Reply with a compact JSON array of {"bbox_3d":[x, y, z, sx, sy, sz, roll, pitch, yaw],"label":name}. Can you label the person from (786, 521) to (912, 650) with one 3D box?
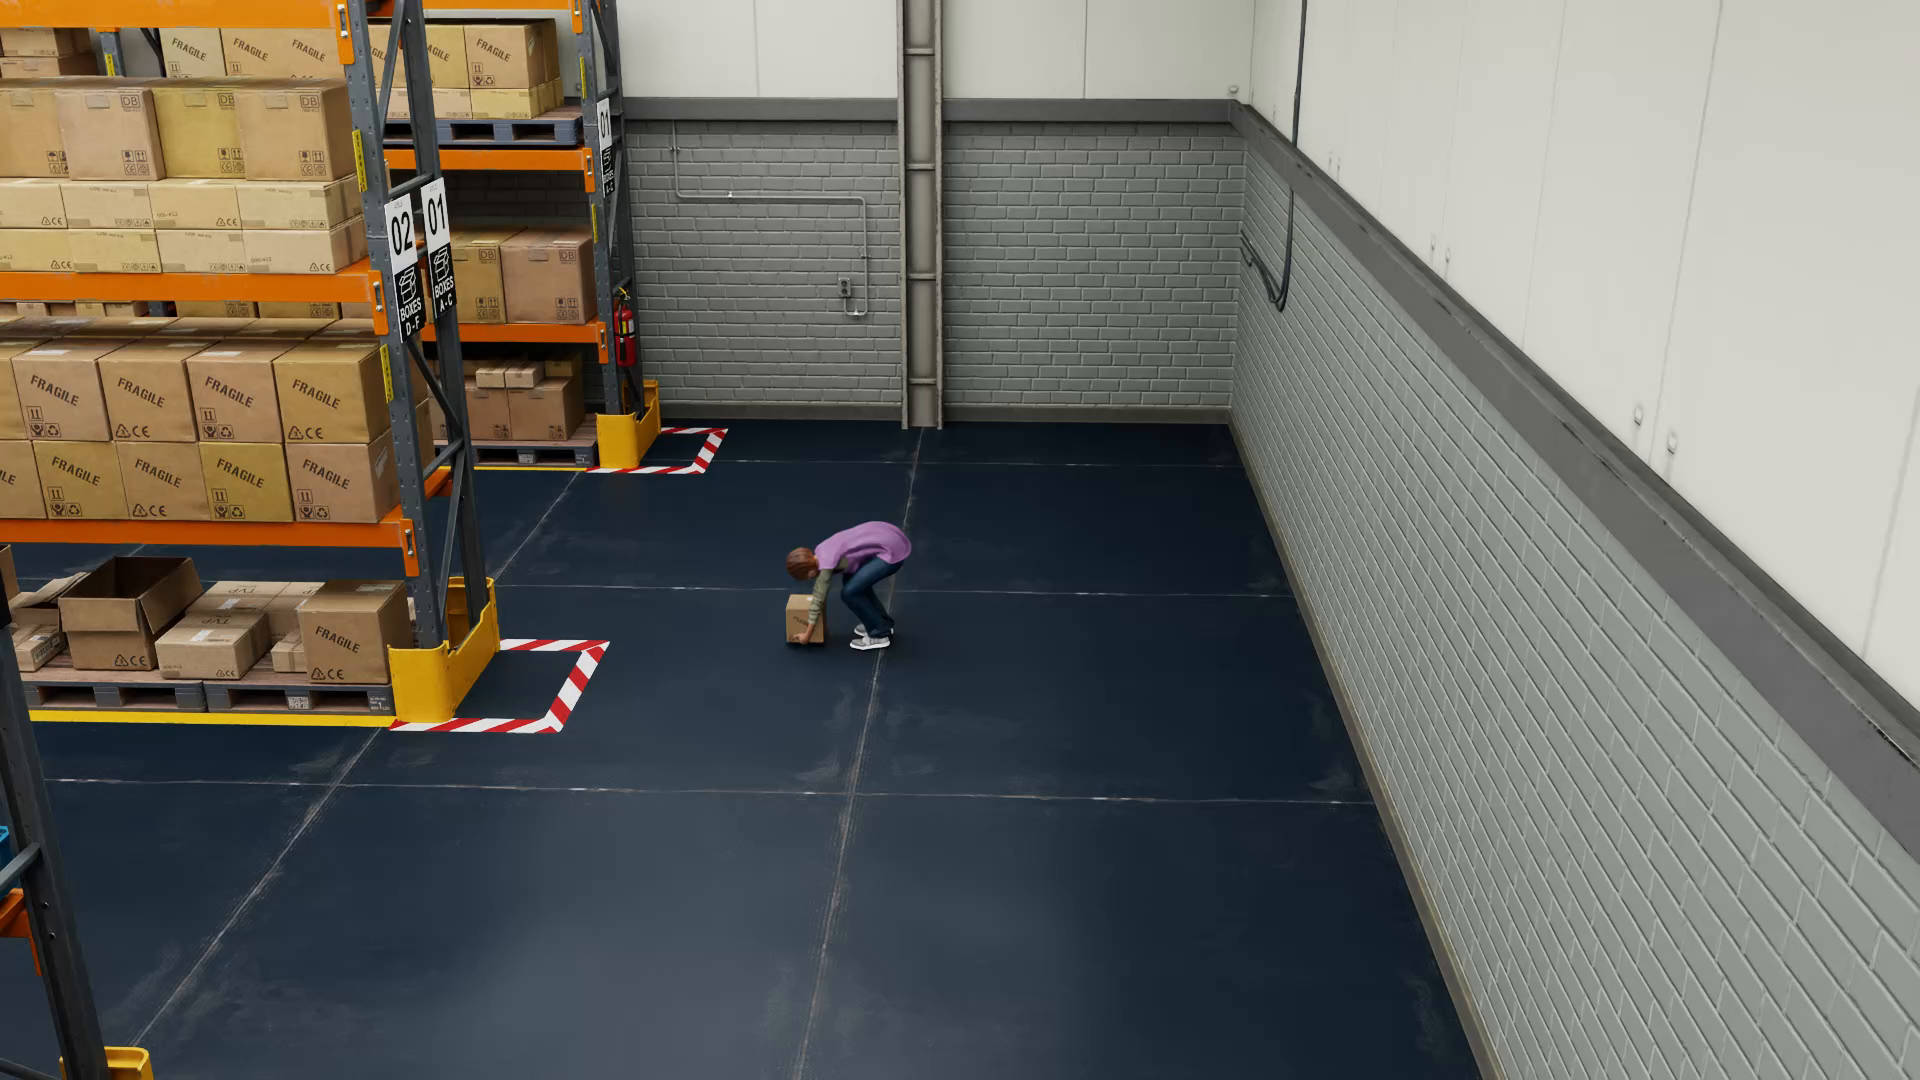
[{"bbox_3d":[-0.754,0.300,11.341,0.854,0.860,0.427,0,21,-1],"label":"person"}]
